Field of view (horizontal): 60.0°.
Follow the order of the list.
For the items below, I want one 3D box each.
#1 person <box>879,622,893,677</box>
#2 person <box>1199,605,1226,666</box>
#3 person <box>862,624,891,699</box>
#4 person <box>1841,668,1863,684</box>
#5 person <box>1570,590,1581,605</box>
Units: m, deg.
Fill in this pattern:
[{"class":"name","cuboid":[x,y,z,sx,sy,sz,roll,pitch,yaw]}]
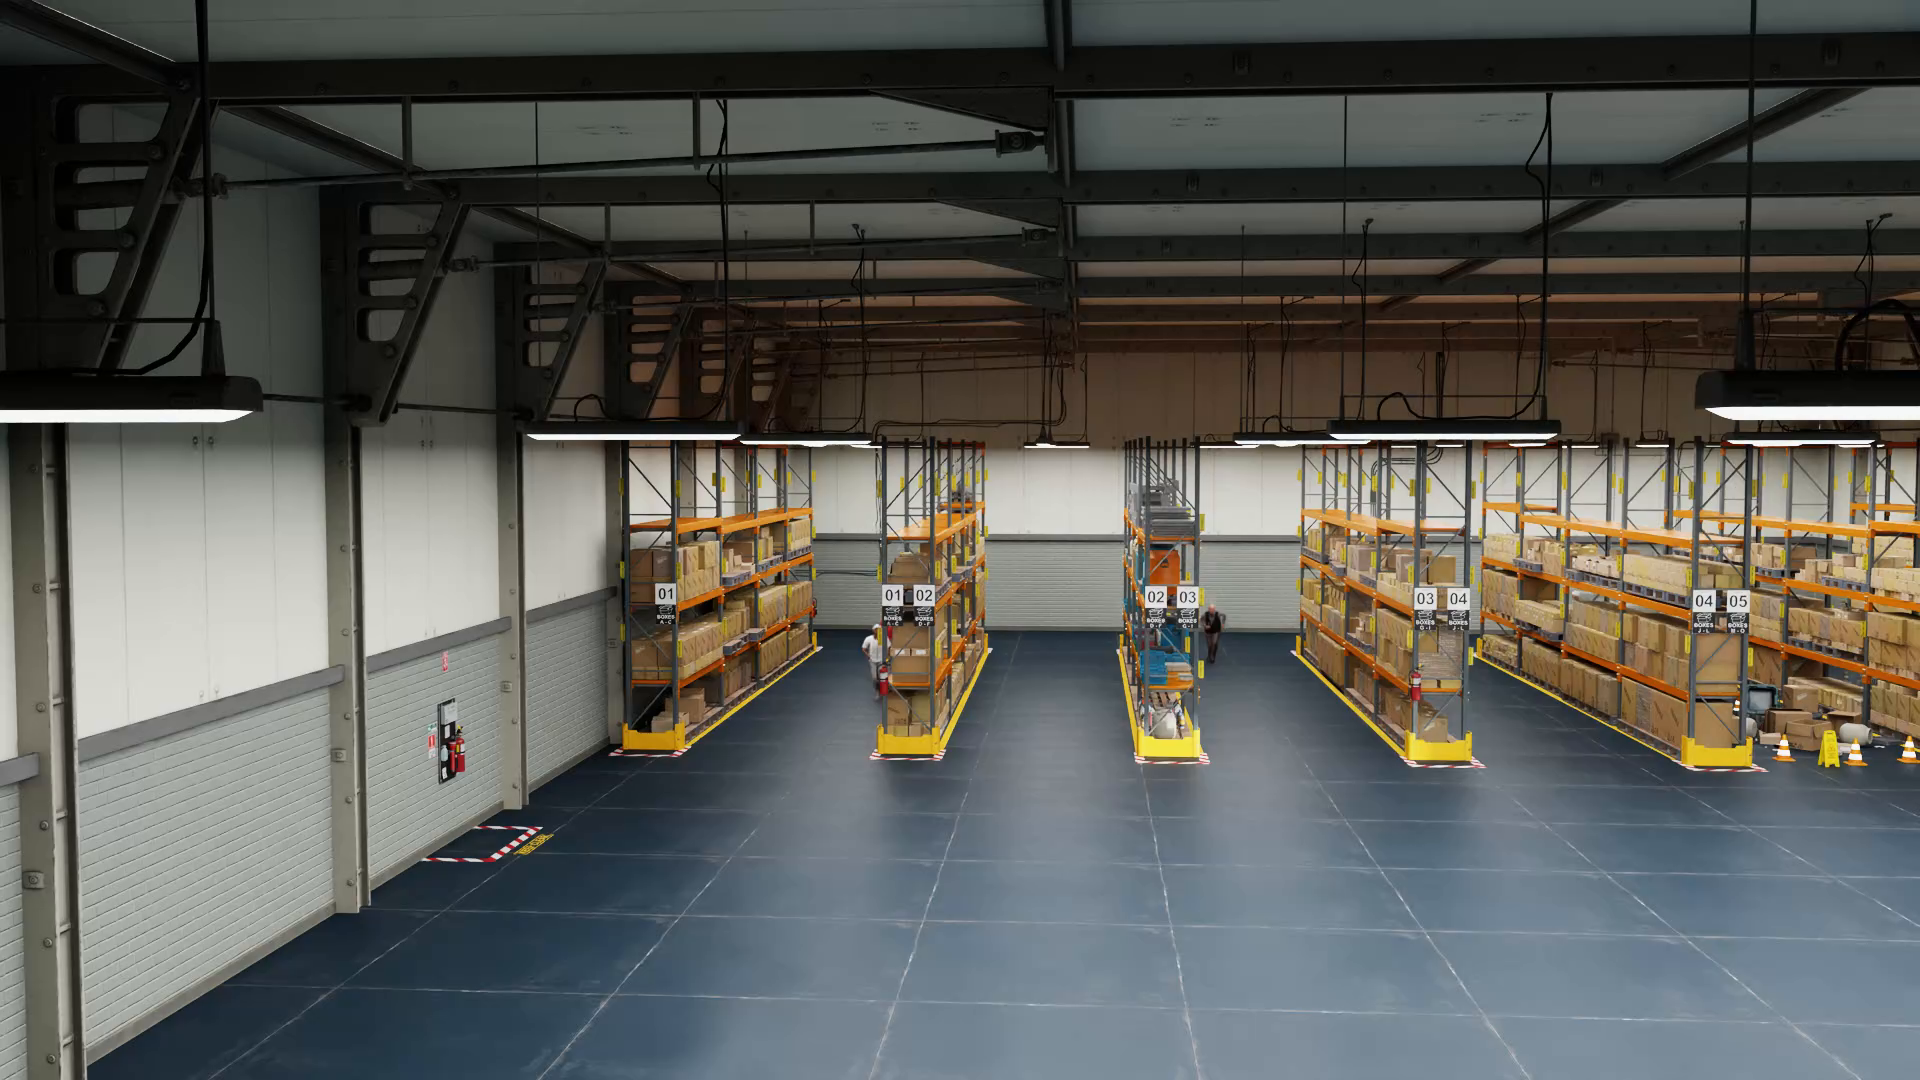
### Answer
[{"class":"person","cuboid":[-1.758,2.623,42.021,0.666,1.694,0.778,0,3,0]},{"class":"person","cuboid":[6.789,2.542,44.752,0.701,1.682,0.987,0,3,8]},{"class":"person","cuboid":[-1.926,2.805,38.417,0.683,1.732,0.612,0,3,-3]},{"class":"person","cuboid":[21.787,2.705,40.673,0.620,1.725,0.856,0,3,0]},{"class":"person","cuboid":[17.555,2.307,47.497,0.671,1.731,0.677,0,3,8]}]
